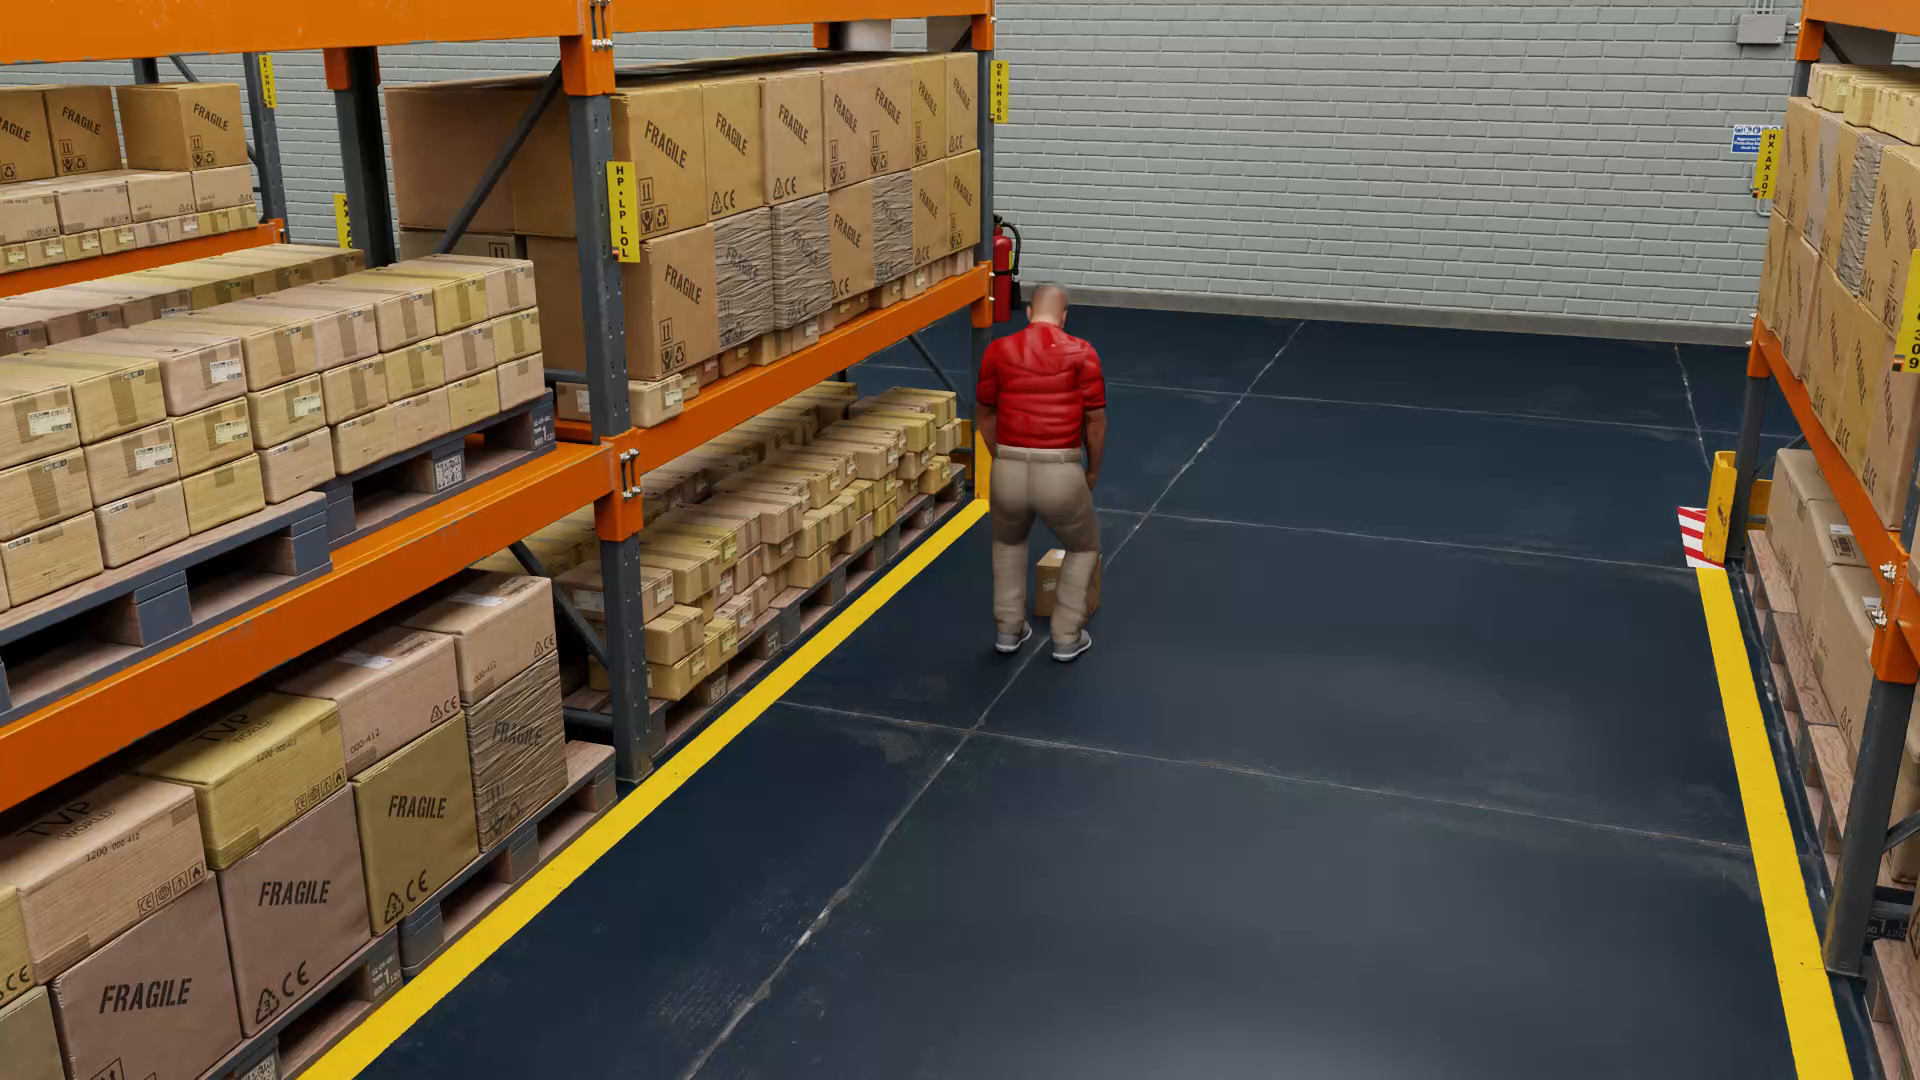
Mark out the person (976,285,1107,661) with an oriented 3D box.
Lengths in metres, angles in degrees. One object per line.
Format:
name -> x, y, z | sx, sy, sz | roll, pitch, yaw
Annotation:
person -> 0.330, -0.277, 7.155 | 0.578, 1.588, 0.550 | 6, 20, 19
